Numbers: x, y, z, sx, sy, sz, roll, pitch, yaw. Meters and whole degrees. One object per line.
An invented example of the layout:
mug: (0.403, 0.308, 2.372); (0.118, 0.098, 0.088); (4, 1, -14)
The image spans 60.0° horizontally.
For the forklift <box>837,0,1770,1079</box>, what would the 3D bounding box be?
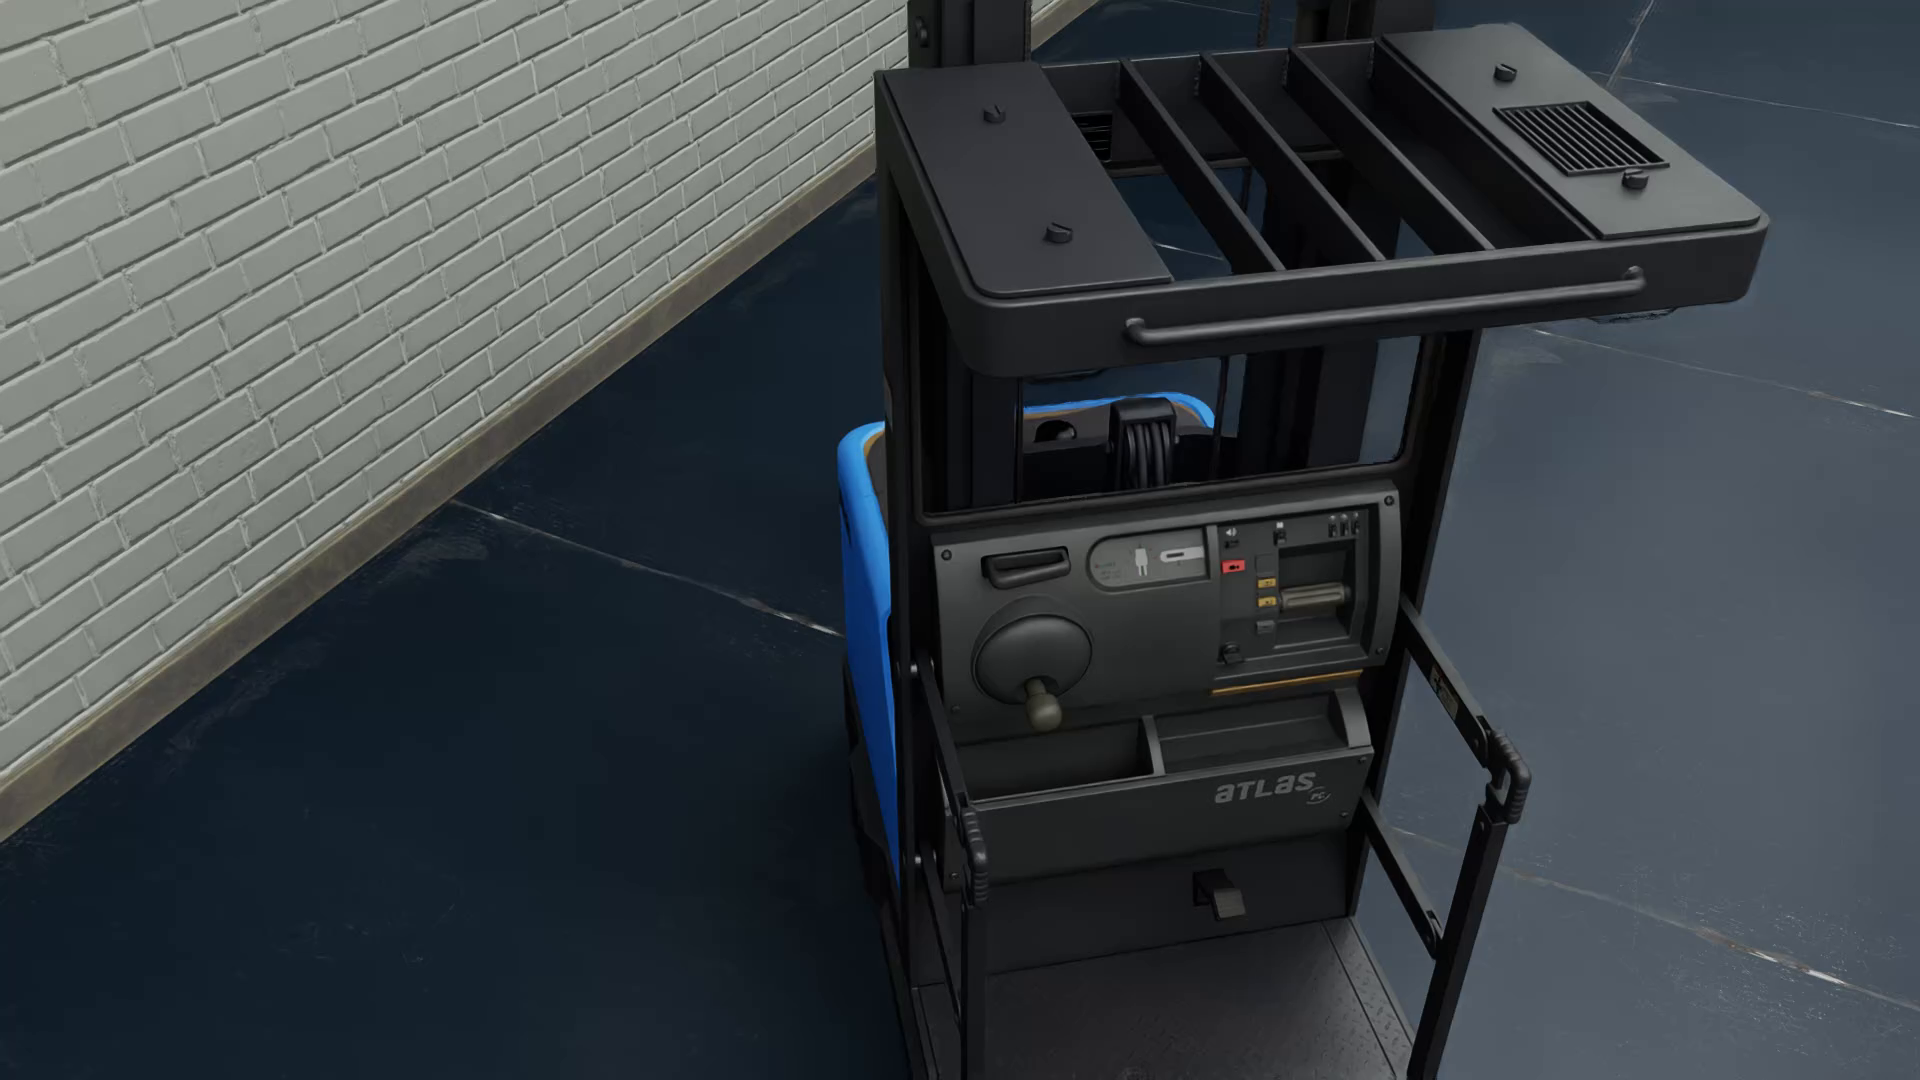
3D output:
forklift: (0.456, 0.200, 3.063); (1.130, 2.935, 3.031); (-7, 38, -9)
